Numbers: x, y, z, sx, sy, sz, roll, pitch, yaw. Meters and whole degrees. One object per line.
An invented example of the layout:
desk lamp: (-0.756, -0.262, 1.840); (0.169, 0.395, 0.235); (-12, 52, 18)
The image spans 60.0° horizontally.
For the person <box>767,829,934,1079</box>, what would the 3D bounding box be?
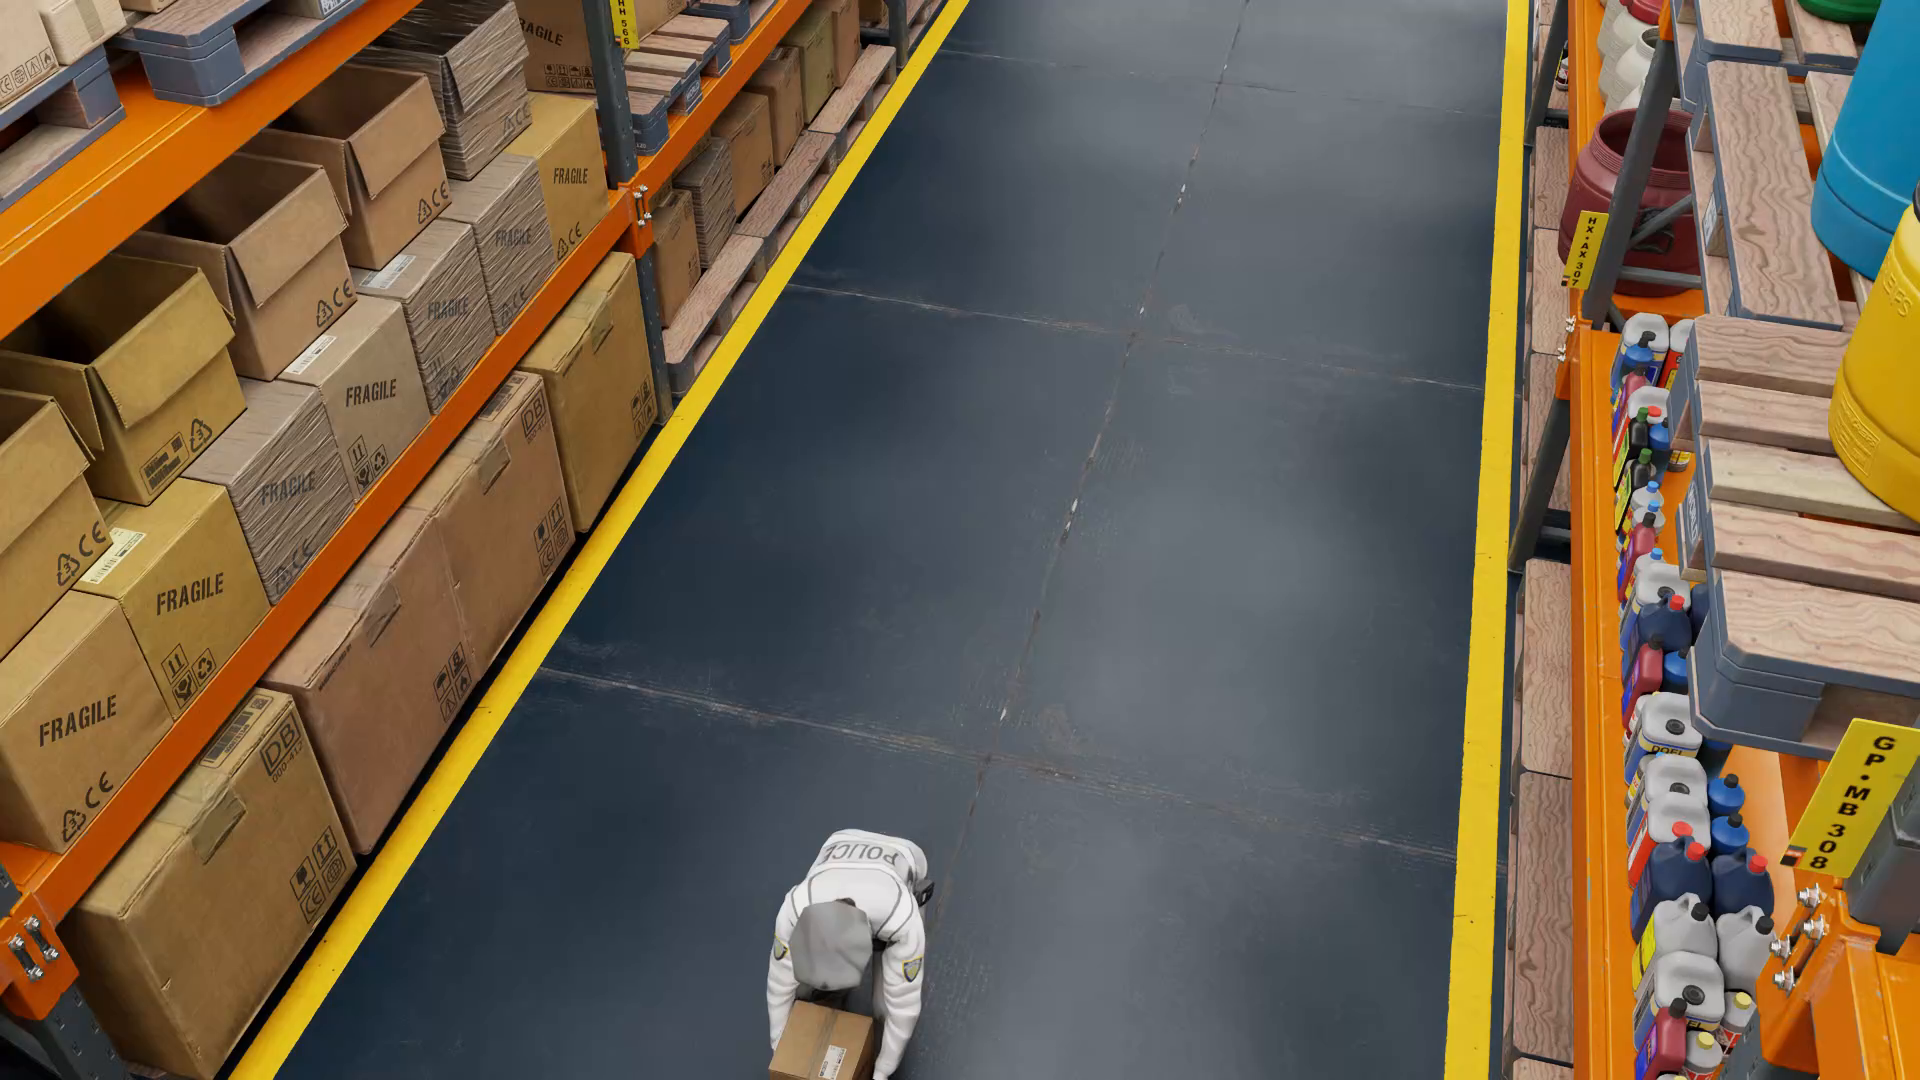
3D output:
person: (-0.316, 1.278, 5.215); (0.490, 0.995, 0.816); (10, 42, 11)
